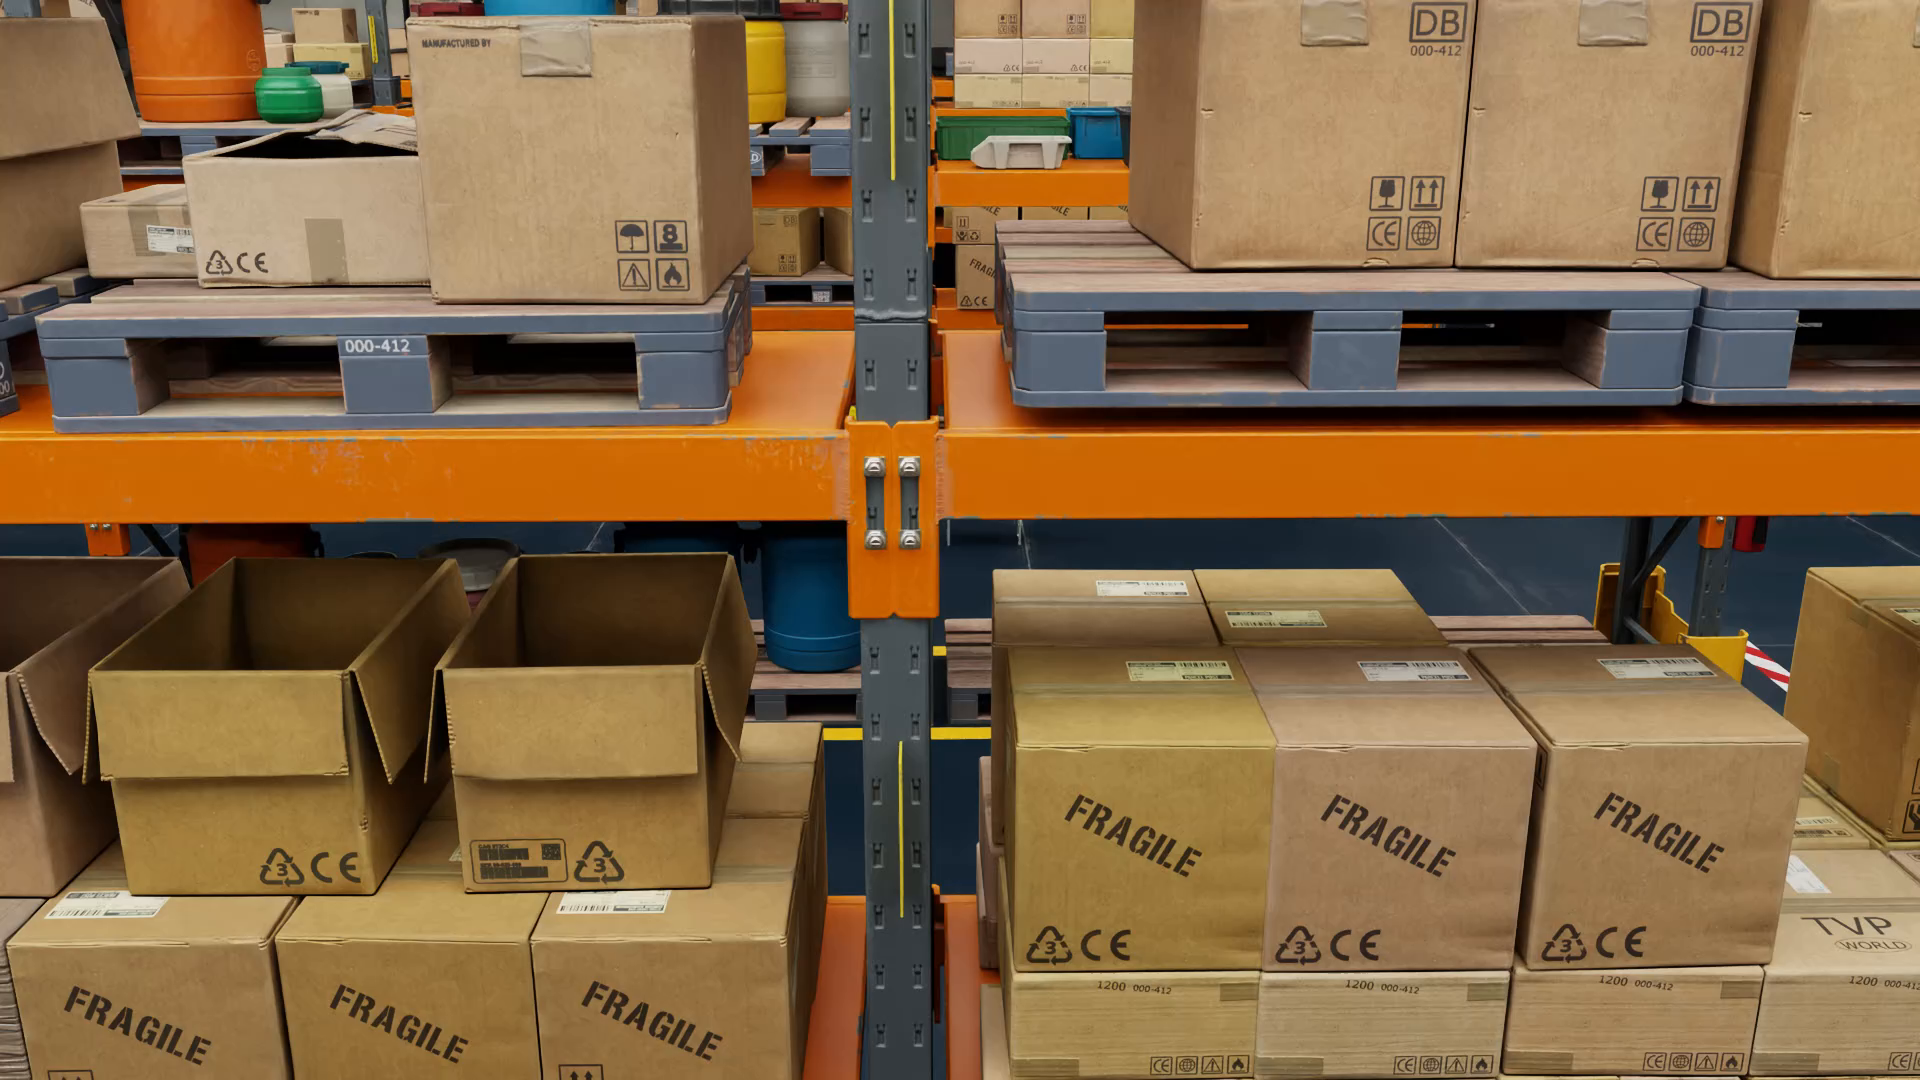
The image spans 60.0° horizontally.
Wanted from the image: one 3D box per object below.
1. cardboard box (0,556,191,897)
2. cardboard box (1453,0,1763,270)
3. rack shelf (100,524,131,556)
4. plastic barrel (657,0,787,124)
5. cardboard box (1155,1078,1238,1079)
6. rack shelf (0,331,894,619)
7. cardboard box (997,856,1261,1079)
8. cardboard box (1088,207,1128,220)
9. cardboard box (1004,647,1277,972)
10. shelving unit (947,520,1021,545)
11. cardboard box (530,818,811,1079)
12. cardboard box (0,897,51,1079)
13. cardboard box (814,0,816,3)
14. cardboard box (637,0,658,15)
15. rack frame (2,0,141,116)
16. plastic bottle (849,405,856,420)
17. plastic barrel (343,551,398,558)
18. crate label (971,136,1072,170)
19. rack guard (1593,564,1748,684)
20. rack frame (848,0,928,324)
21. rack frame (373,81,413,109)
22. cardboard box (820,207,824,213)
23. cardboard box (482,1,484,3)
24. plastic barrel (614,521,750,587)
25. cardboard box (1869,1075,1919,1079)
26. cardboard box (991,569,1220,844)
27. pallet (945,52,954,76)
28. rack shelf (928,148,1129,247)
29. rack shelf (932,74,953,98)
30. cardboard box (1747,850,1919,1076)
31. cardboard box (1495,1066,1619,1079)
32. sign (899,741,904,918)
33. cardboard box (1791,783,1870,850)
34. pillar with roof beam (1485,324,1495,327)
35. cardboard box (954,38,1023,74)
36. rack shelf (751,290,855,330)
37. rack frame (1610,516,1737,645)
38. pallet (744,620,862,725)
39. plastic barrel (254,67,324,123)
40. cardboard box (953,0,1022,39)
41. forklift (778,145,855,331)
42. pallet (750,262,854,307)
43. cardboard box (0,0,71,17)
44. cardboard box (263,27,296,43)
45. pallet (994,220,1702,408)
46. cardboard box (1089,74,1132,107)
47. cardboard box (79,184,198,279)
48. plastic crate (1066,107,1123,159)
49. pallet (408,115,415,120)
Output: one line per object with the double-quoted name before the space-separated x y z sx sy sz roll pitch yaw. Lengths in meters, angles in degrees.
"cardboard box" -2.076 0.385 3.630 0.637 0.503 0.797 0 18 1
"cardboard box" 1.190 -0.849 3.359 0.500 0.500 0.700 1 18 2
"rack shelf" -2.207 -0.263 8.635 4.000 0.370 1.077 0 18 -1
"plastic barrel" -1.117 -2.267 7.797 0.600 0.588 0.600 0 18 0
"cardboard box" 0.434 1.116 3.570 0.250 0.149 0.380 -1 18 -3
"rack shelf" -2.129 -0.179 3.461 4.000 0.370 1.077 0 18 -1
"cardboard box" 0.344 0.905 3.575 0.500 0.250 0.500 -1 18 -2
"cardboard box" 1.223 -2.573 12.858 0.500 0.500 0.500 -1 18 -2
"cardboard box" 0.353 0.546 3.466 0.500 0.500 0.500 0 18 -1
"shelving unit" 0.166 -0.572 11.367 0.503 1.200 0.258 0 18 -1
"cardboard box" -0.593 0.935 3.557 0.500 0.500 0.500 0 18 -1
"cardboard box" -2.111 0.941 3.539 0.500 0.500 0.500 0 18 -1
"cardboard box" -1.246 -5.719 17.444 0.500 0.250 0.500 1 18 3
"cardboard box" -2.121 -3.865 12.758 0.600 0.600 0.600 -1 18 -3
"rack frame" -4.207 -3.453 7.579 0.127 3.000 1.000 0 18 -1
"plastic bottle" -0.605 -0.689 8.865 0.185 0.351 0.144 0 18 -1
"plastic barrel" -3.155 0.351 8.928 0.421 0.512 0.421 0 18 0
"crate label" 0.286 -1.832 7.869 0.466 0.136 0.293 0 18 -1
"rack guard" 3.816 0.552 9.010 0.348 0.500 1.175 0 18 -1
"rack frame" -0.129 -1.959 2.923 0.127 3.000 1.000 0 18 -1
"rack frame" -4.282 -2.109 13.211 0.127 3.000 1.000 0 18 -1
"cardboard box" -1.332 -3.755 17.660 0.500 0.500 0.500 0 18 0
"cardboard box" -3.335 -4.064 12.593 0.500 0.500 0.500 0 18 -1
"plastic barrel" -1.460 0.185 8.809 0.708 0.901 0.600 0 18 -1
"cardboard box" 1.991 1.107 3.596 0.250 0.149 0.380 0 18 0
"cardboard box" 0.326 0.386 3.964 0.500 0.500 0.500 0 18 1
"pallet" 0.454 -5.028 17.545 1.213 0.211 1.003 0 18 -1
"rack shelf" 1.792 -1.711 8.237 4.000 0.370 1.077 0 18 -1
"rack shelf" 1.636 -4.737 17.669 4.000 0.370 1.077 0 18 -1
"cardboard box" 1.853 0.900 3.590 0.500 0.250 0.500 0 18 -1
"cardboard box" 1.216 1.111 3.584 0.250 0.149 0.380 -1 18 -2
"sign" -0.111 0.549 3.158 0.005 0.325 0.100 0 18 -1
"cardboard box" 1.842 0.738 4.096 0.500 0.250 0.500 -1 18 -2
"pillar with roof beam" 6.389 -5.479 13.897 0.400 9.000 9.100 0 18 -1
"cardboard box" 0.208 -3.650 12.530 0.500 0.250 0.500 0 18 -1
"rack shelf" -2.282 -1.776 13.351 4.000 0.370 1.077 0 18 -1
"rack frame" 3.792 -0.635 8.615 0.127 3.000 1.000 0 18 -1
"pallet" -0.980 0.703 9.009 1.213 0.211 1.003 0 18 -1
"plastic barrel" -3.144 -2.085 7.793 0.294 0.245 0.294 0 18 0
"cardboard box" 0.203 -4.094 12.689 0.500 0.500 0.700 0 18 -1
"forklift" -1.407 -3.027 16.187 1.130 2.935 3.031 -9 20 -26
"pallet" -1.083 -2.066 13.392 1.213 0.211 1.003 0 18 -1
"cardboard box" -7.095 -4.004 12.539 0.500 0.500 0.500 1 18 4
"cardboard box" -7.199 -5.170 17.300 0.500 0.311 0.500 0 18 1
"pallet" 0.689 -0.489 3.397 1.213 0.211 1.003 0 18 -1
"cardboard box" 1.208 -3.415 12.618 0.500 0.250 0.500 0 18 -1
"cardboard box" -1.621 -0.650 3.476 0.250 0.149 0.380 -1 18 -3
"plastic crate" 0.698 -2.066 8.440 0.300 0.233 0.416 0 18 -1
"pallet" -2.124 -1.914 8.001 1.213 0.211 1.003 0 18 -1
